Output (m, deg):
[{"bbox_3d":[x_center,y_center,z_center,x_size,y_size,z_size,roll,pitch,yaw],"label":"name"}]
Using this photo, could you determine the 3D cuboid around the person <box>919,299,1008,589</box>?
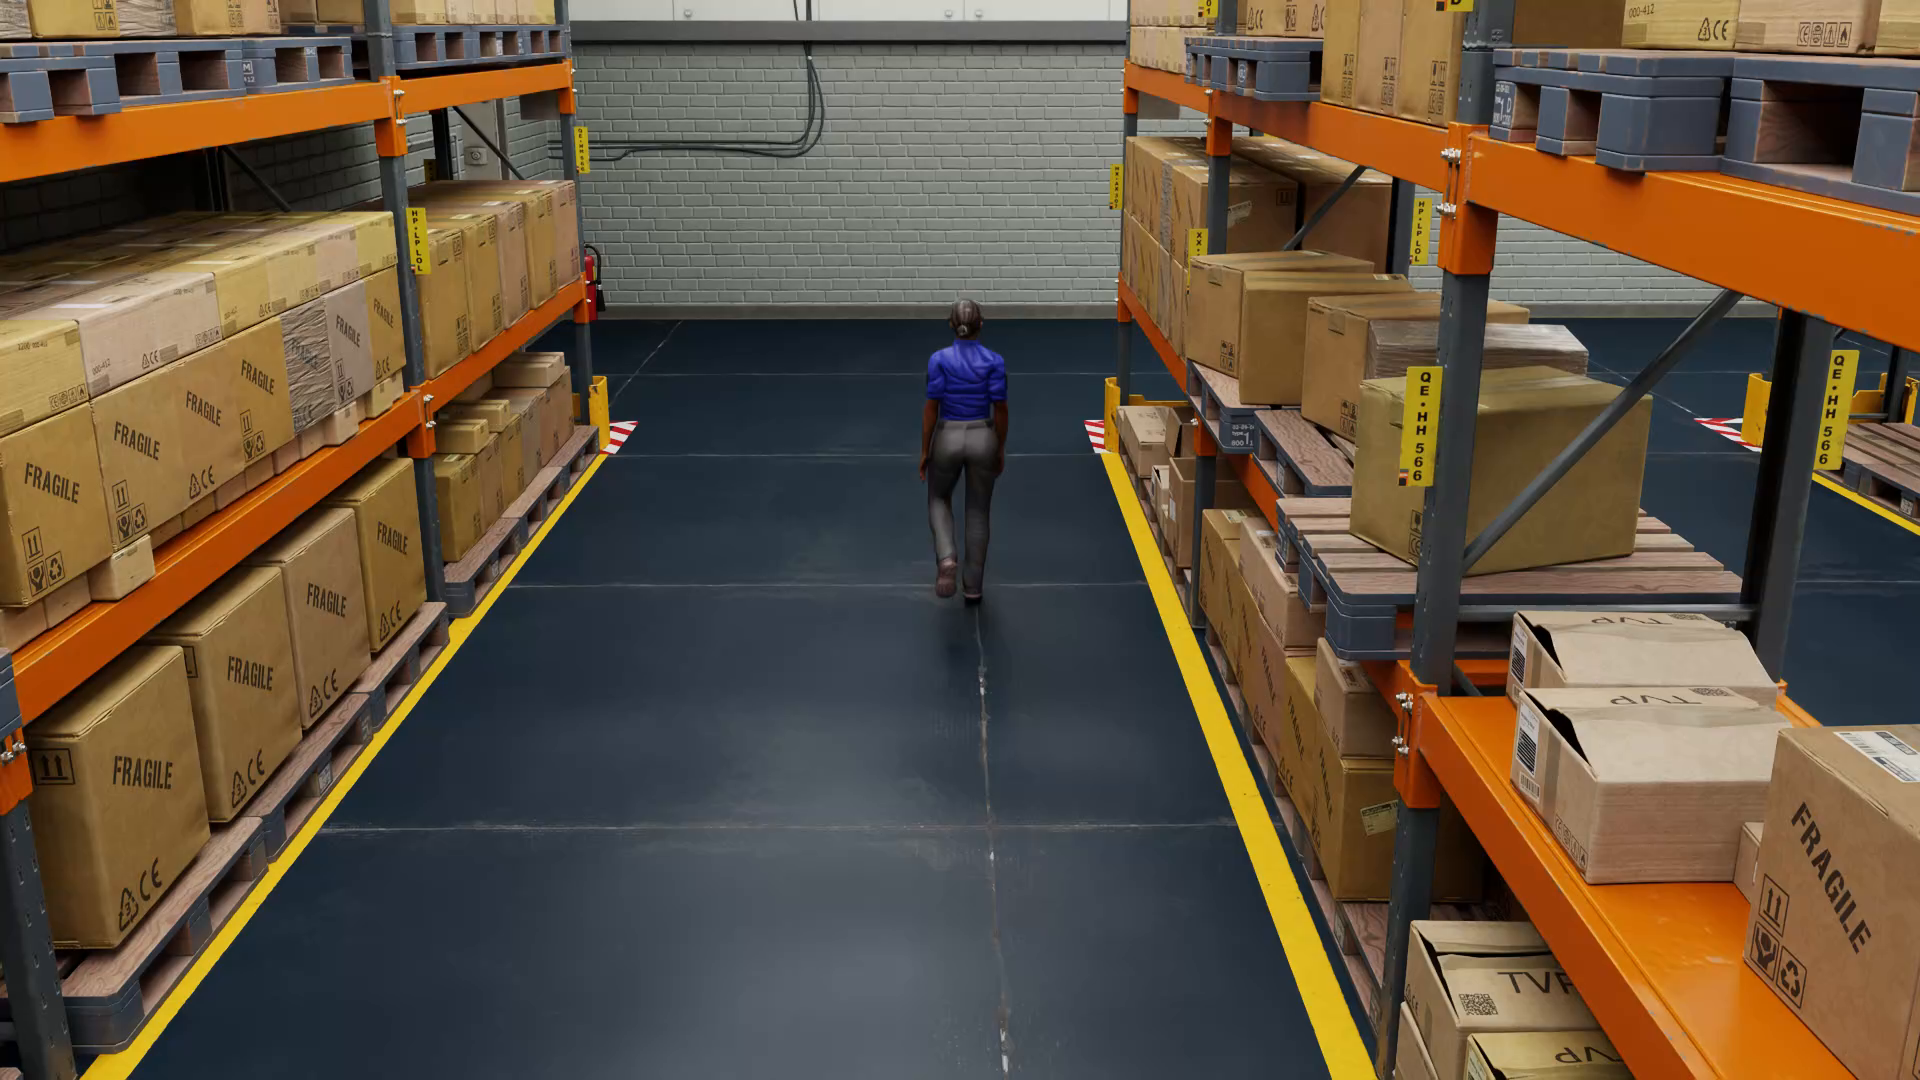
[{"bbox_3d":[0.018,-0.528,9.044,0.486,1.579,0.409,0,17,0],"label":"person"}]
